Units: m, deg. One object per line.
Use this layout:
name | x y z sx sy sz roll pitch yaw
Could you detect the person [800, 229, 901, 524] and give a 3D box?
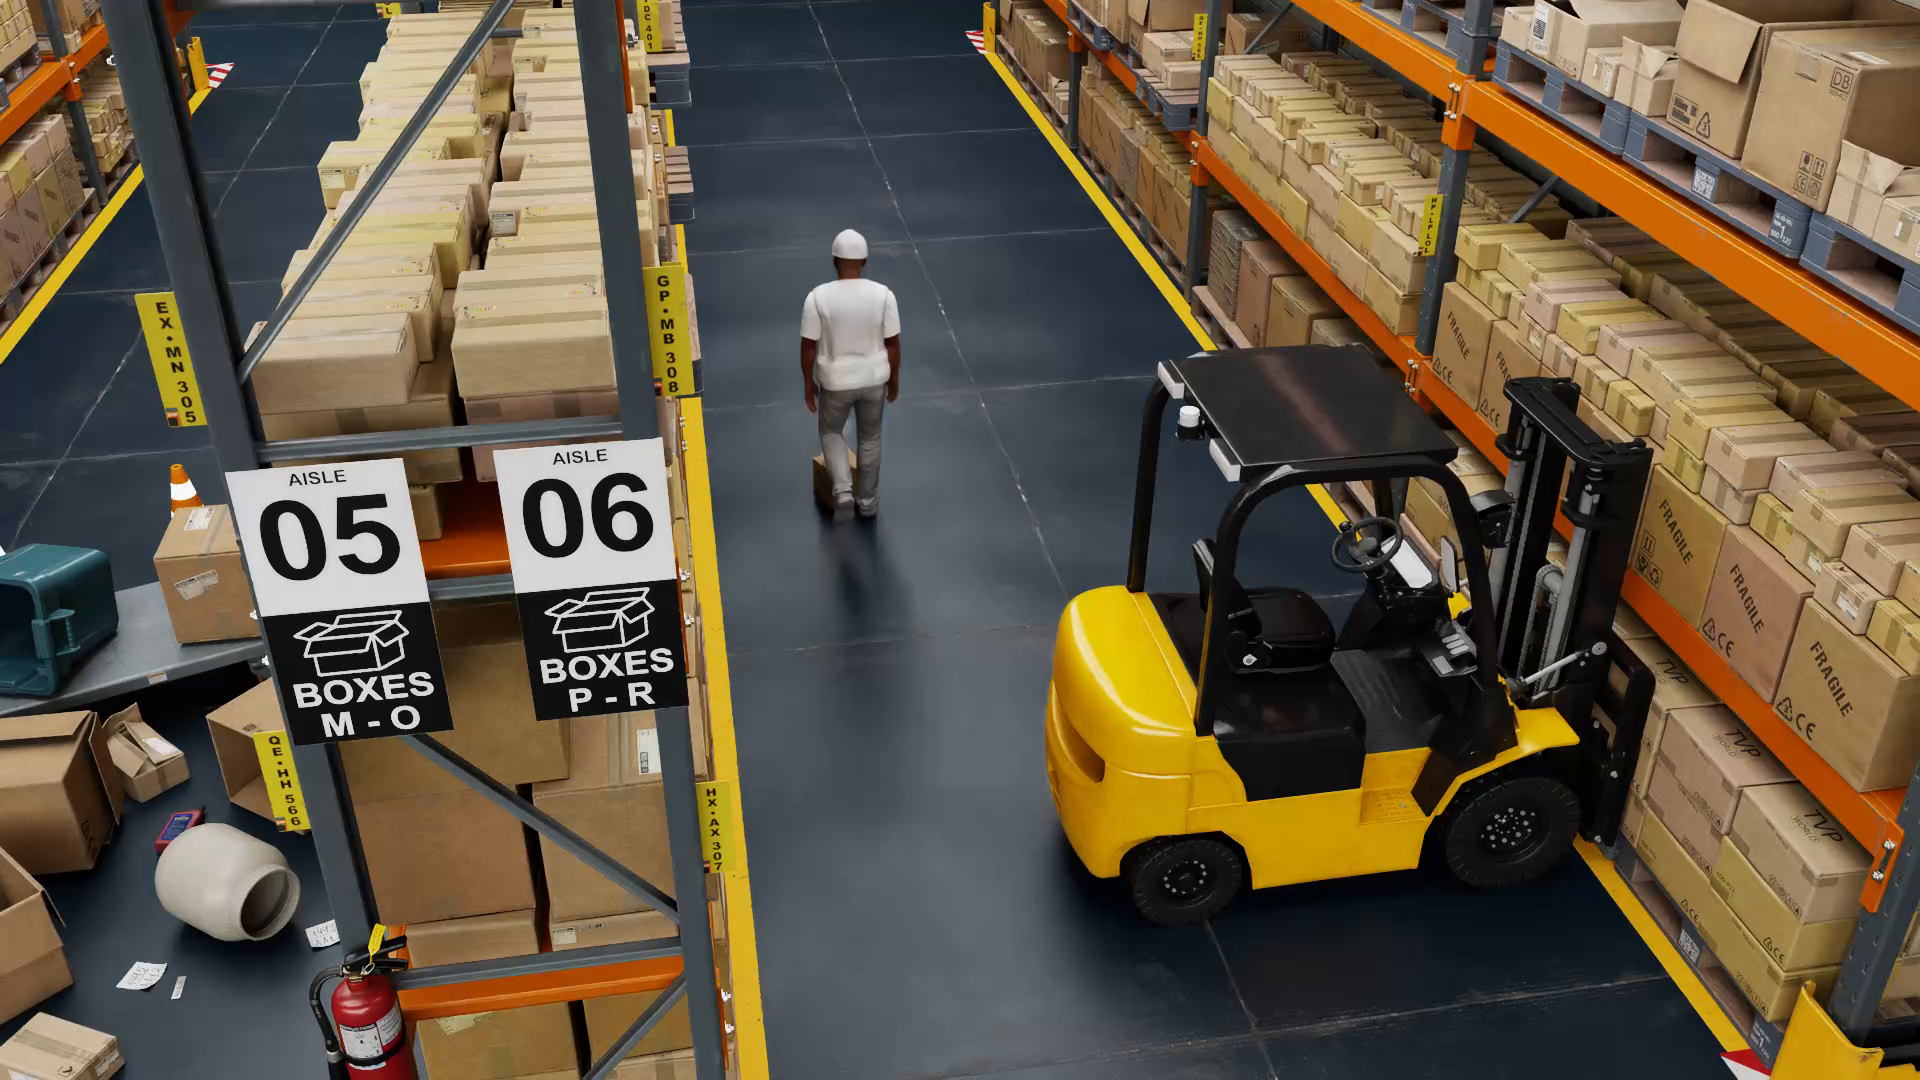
person | -0.624 -0.902 9.610 0.581 1.755 0.595 -4 31 -6
